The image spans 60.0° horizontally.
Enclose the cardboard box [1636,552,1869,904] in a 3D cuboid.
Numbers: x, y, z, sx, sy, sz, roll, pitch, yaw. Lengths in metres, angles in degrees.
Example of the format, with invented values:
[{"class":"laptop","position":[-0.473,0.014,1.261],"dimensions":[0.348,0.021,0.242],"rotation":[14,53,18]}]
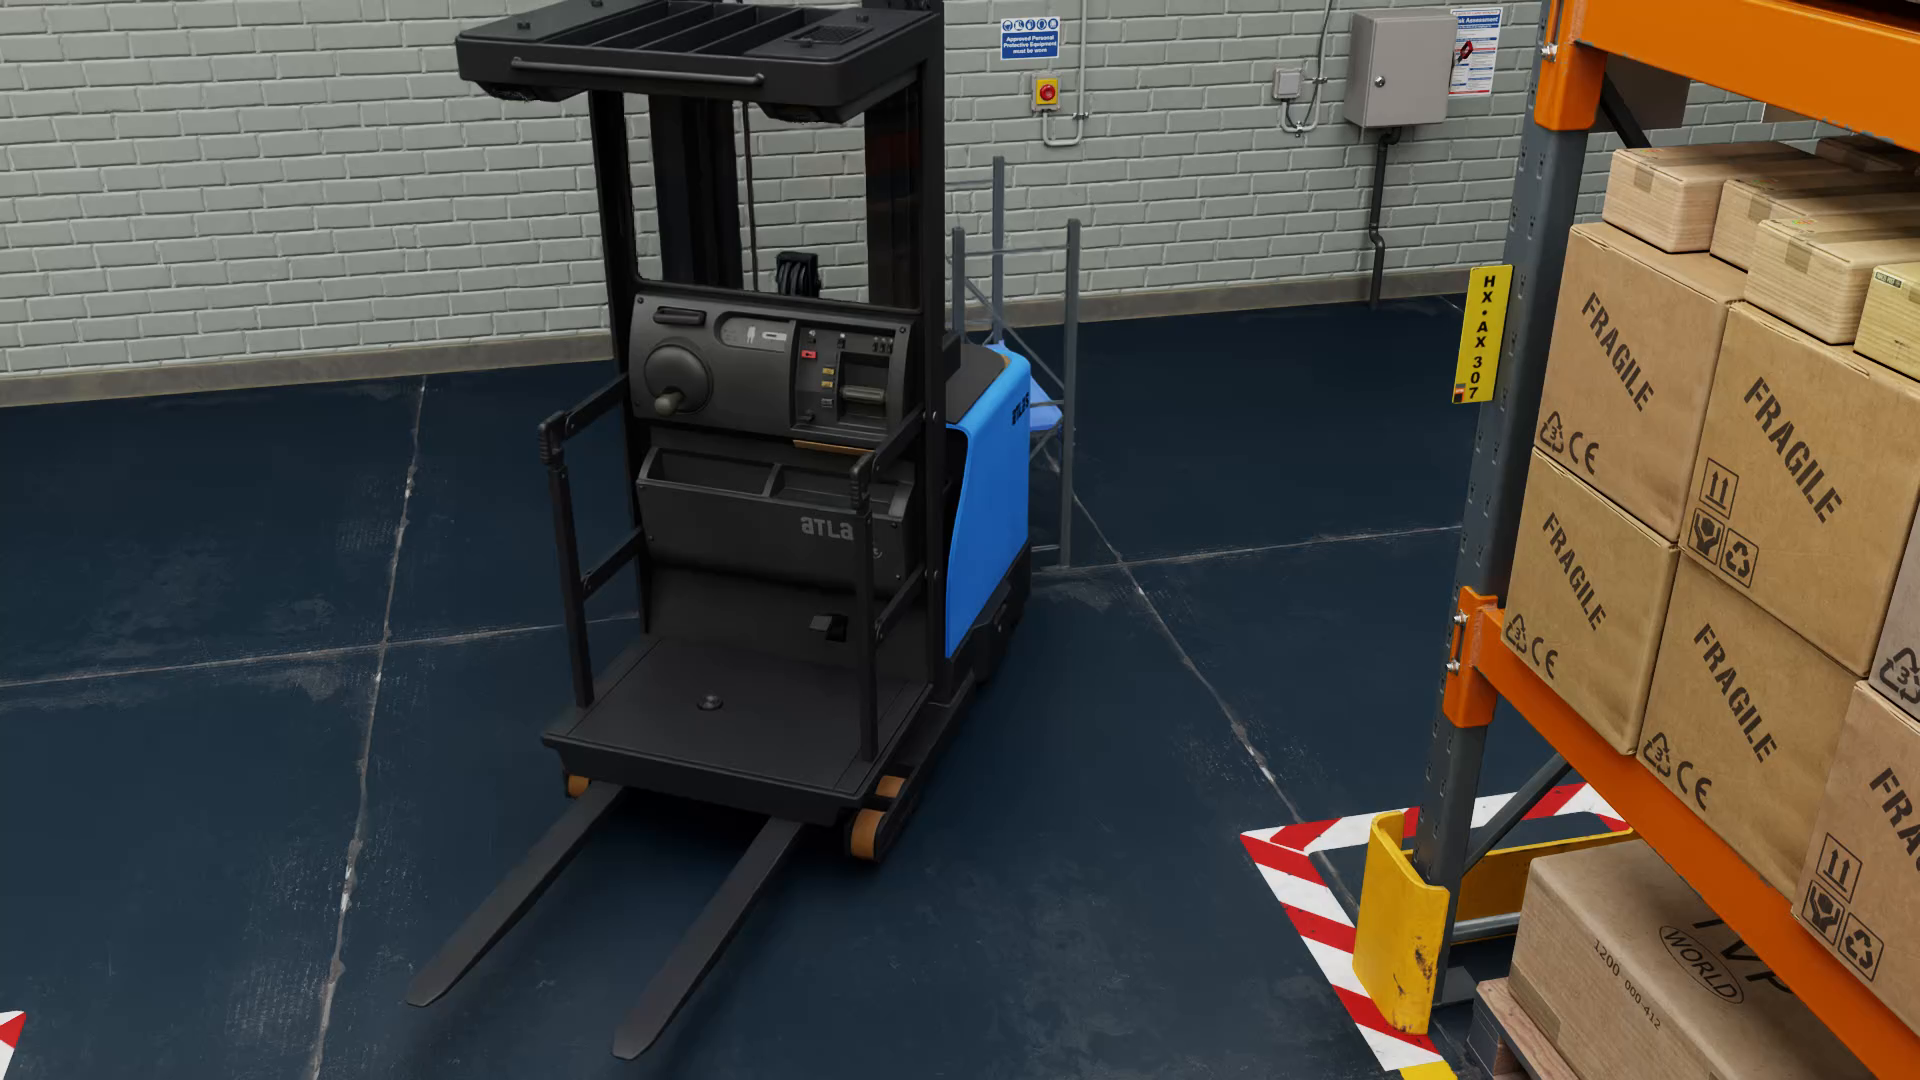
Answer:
[{"class":"cardboard box","position":[1.704,0.315,3.186],"dimensions":[0.500,0.500,0.500],"rotation":[-6,27,-12]}]

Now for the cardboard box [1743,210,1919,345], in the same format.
[{"class":"cardboard box","position":[1.620,-0.462,2.897],"dimensions":[0.380,0.149,0.250],"rotation":[-5,27,-10]}]

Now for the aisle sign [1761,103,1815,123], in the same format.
[{"class":"aisle sign","position":[2.020,-1.323,3.657],"dimensions":[0.394,0.787,0.004],"rotation":[-6,27,-12]}]

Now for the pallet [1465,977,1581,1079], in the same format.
[{"class":"pallet","position":[1.991,1.489,4.066],"dimensions":[1.003,0.211,1.213],"rotation":[-6,27,-12]}]

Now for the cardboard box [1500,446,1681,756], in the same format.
[{"class":"cardboard box","position":[1.563,0.096,3.620],"dimensions":[0.500,0.500,0.500],"rotation":[-6,27,-12]}]

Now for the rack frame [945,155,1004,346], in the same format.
[{"class":"rack frame","position":[-0.052,-0.968,7.504],"dimensions":[0.500,1.500,0.032],"rotation":[-7,28,-14]}]

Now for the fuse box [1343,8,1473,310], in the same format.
[{"class":"fuse box","position":[2.520,-2.146,9.603],"dimensions":[0.539,1.711,0.414],"rotation":[-6,27,-12]}]

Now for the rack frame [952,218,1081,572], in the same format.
[{"class":"rack frame","position":[0.215,-0.526,6.628],"dimensions":[0.500,1.500,0.032],"rotation":[-7,28,-14]}]

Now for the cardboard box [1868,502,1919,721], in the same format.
[{"class":"cardboard box","position":[1.812,0.101,2.501],"dimensions":[0.500,0.500,0.500],"rotation":[-6,27,-12]}]

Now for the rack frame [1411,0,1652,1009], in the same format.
[{"class":"rack frame","position":[1.734,-0.099,4.118],"dimensions":[1.000,3.000,0.127],"rotation":[-6,27,-12]}]

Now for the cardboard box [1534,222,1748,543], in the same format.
[{"class":"cardboard box","position":[1.565,-0.351,3.395],"dimensions":[0.500,0.500,0.500],"rotation":[-7,28,-13]}]

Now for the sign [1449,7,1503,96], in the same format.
[{"class":"sign","position":[2.955,-2.820,9.614],"dimensions":[0.329,0.494,0.001],"rotation":[-6,27,-12]}]

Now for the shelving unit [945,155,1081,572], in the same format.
[{"class":"shelving unit","position":[0.081,-0.747,7.066],"dimensions":[0.538,1.500,1.048],"rotation":[-7,28,-14]}]

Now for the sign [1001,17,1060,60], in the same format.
[{"class":"sign","position":[0.380,-2.715,9.000],"dimensions":[0.327,0.218,0.001],"rotation":[-6,27,-12]}]

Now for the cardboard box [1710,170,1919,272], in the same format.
[{"class":"cardboard box","position":[1.673,-0.588,3.146],"dimensions":[0.380,0.149,0.250],"rotation":[-5,27,-10]}]

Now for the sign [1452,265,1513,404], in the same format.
[{"class":"sign","position":[1.192,-0.467,3.798],"dimensions":[0.100,0.325,0.005],"rotation":[-6,27,-12]}]

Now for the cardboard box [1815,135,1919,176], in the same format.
[{"class":"cardboard box","position":[2.010,-0.743,3.452],"dimensions":[0.380,0.149,0.250],"rotation":[-6,27,-11]}]

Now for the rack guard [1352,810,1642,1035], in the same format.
[{"class":"rack guard","position":[1.729,1.006,4.702],"dimensions":[1.175,0.500,0.348],"rotation":[-6,27,-12]}]

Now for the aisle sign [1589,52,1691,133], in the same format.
[{"class":"aisle sign","position":[1.435,-1.262,3.536],"dimensions":[0.394,0.787,0.004],"rotation":[-6,27,-12]}]

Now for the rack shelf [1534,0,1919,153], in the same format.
[{"class":"rack shelf","position":[2.185,-0.239,1.864],"dimensions":[1.077,0.370,4.000],"rotation":[-6,27,-12]}]

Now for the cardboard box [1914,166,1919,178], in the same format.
[{"class":"cardboard box","position":[2.091,-0.634,3.236],"dimensions":[0.380,0.149,0.250],"rotation":[-5,27,-11]}]

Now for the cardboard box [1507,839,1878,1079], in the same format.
[{"class":"cardboard box","position":[1.980,1.137,4.047],"dimensions":[0.875,0.438,0.875],"rotation":[-7,28,-13]}]

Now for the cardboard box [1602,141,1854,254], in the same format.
[{"class":"cardboard box","position":[1.544,-0.696,3.359],"dimensions":[0.380,0.149,0.250],"rotation":[-5,27,-11]}]

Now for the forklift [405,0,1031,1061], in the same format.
[{"class":"forklift","position":[-0.664,-0.499,4.987],"dimensions":[1.130,2.935,3.031],"rotation":[8,28,16]}]

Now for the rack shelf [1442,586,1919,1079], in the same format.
[{"class":"rack shelf","position":[2.185,1.100,2.540],"dimensions":[1.077,0.370,4.000],"rotation":[-6,27,-12]}]

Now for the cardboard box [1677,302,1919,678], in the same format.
[{"class":"cardboard box","position":[1.688,-0.125,2.947],"dimensions":[0.500,0.500,0.500],"rotation":[-7,28,-13]}]

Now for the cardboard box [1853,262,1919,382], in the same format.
[{"class":"cardboard box","position":[1.697,-0.349,2.671],"dimensions":[0.380,0.149,0.250],"rotation":[-7,28,-13]}]

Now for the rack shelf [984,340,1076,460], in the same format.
[{"class":"rack shelf","position":[0.081,-0.587,7.147],"dimensions":[0.538,0.185,1.000],"rotation":[-7,28,-14]}]

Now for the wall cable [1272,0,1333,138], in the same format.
[{"class":"wall cable","position":[1.820,-3.175,9.084],"dimensions":[0.588,1.984,0.122],"rotation":[-6,27,-12]}]

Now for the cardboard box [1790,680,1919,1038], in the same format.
[{"class":"cardboard box","position":[1.801,0.540,2.740],"dimensions":[0.500,0.500,0.500],"rotation":[-6,27,-12]}]

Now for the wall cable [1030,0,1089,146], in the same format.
[{"class":"wall cable","position":[0.441,-3.040,8.781],"dimensions":[0.585,1.953,0.123],"rotation":[-6,27,-12]}]
